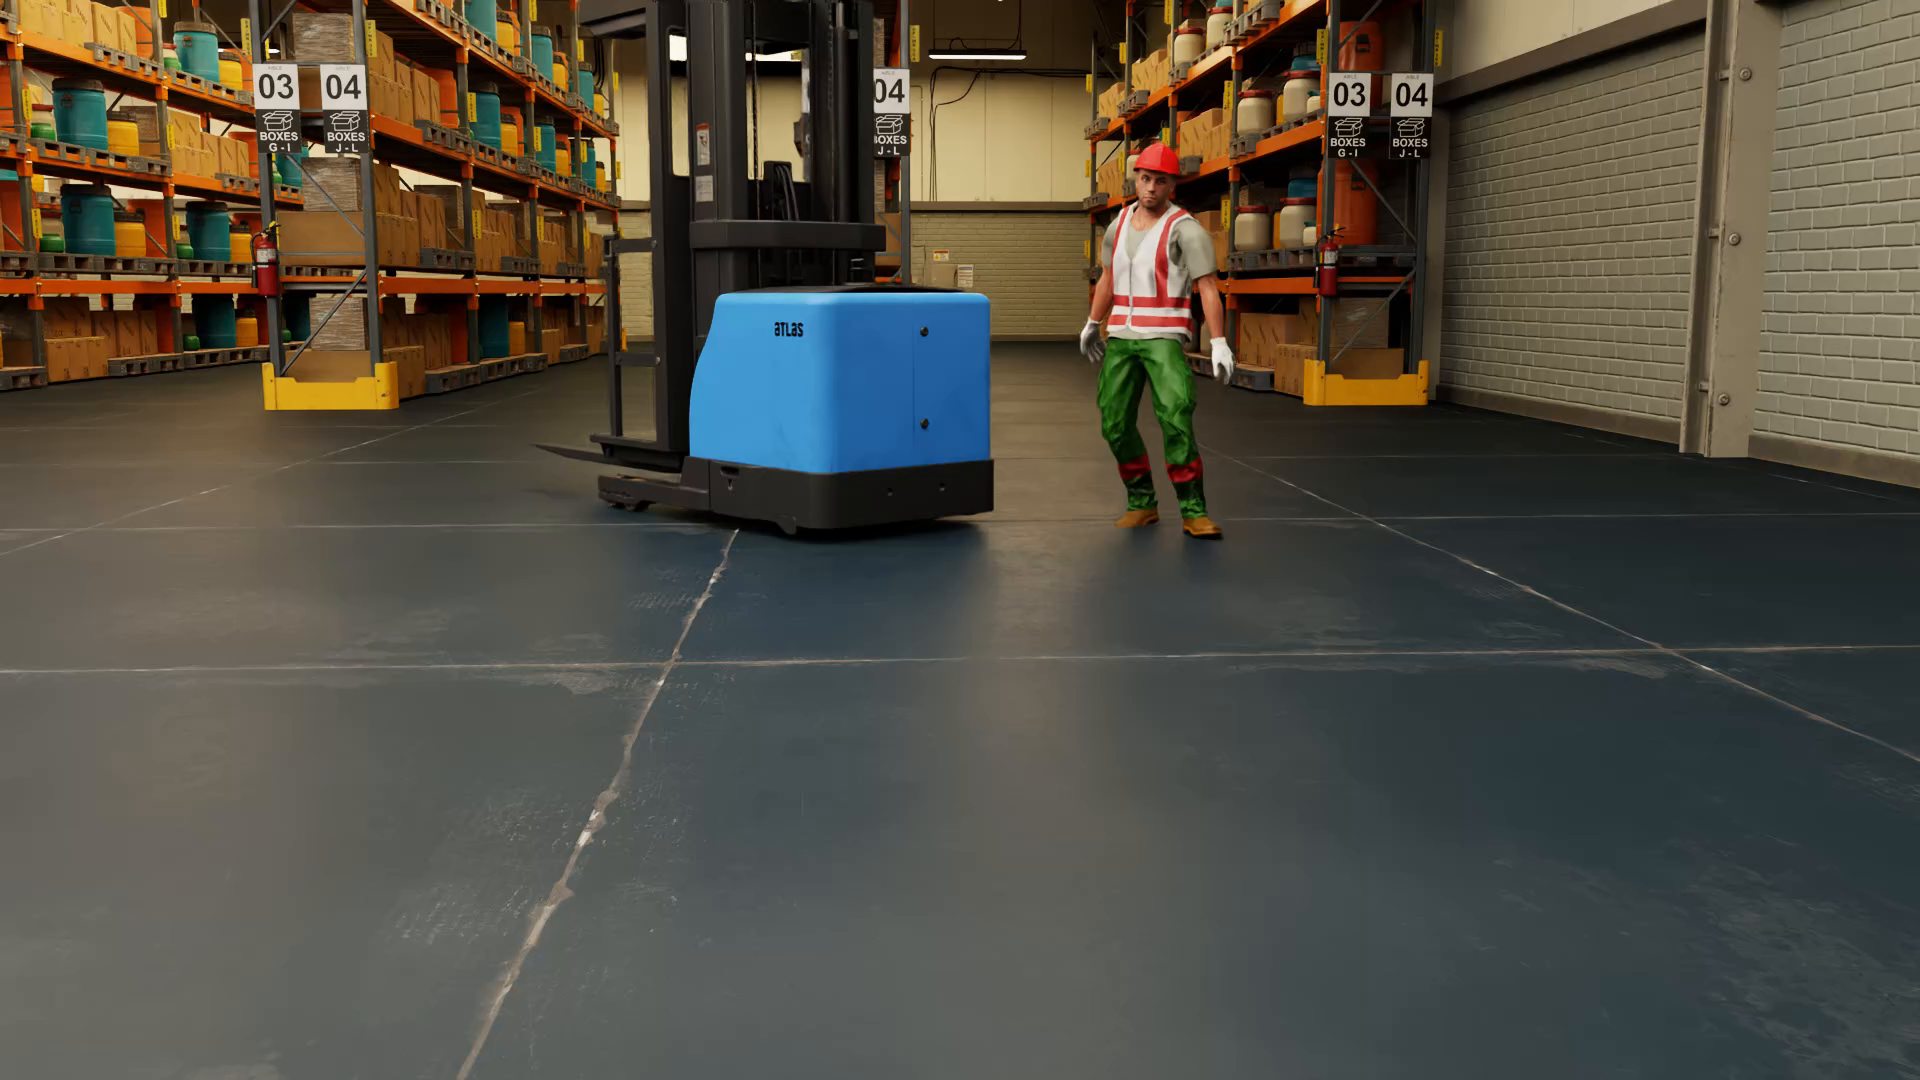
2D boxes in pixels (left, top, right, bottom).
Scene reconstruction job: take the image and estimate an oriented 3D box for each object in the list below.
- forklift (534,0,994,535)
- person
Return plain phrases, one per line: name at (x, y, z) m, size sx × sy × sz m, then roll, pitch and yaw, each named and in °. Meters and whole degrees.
forklift at (-1.185, -1.637, 8.356) m, size 1.130 × 2.935 × 3.031 m, roll -7°, pitch 11°, yaw -40°
person at (0.861, -0.894, 7.539) m, size 0.887 × 1.750 × 0.464 m, roll 8°, pitch 12°, yaw 44°
